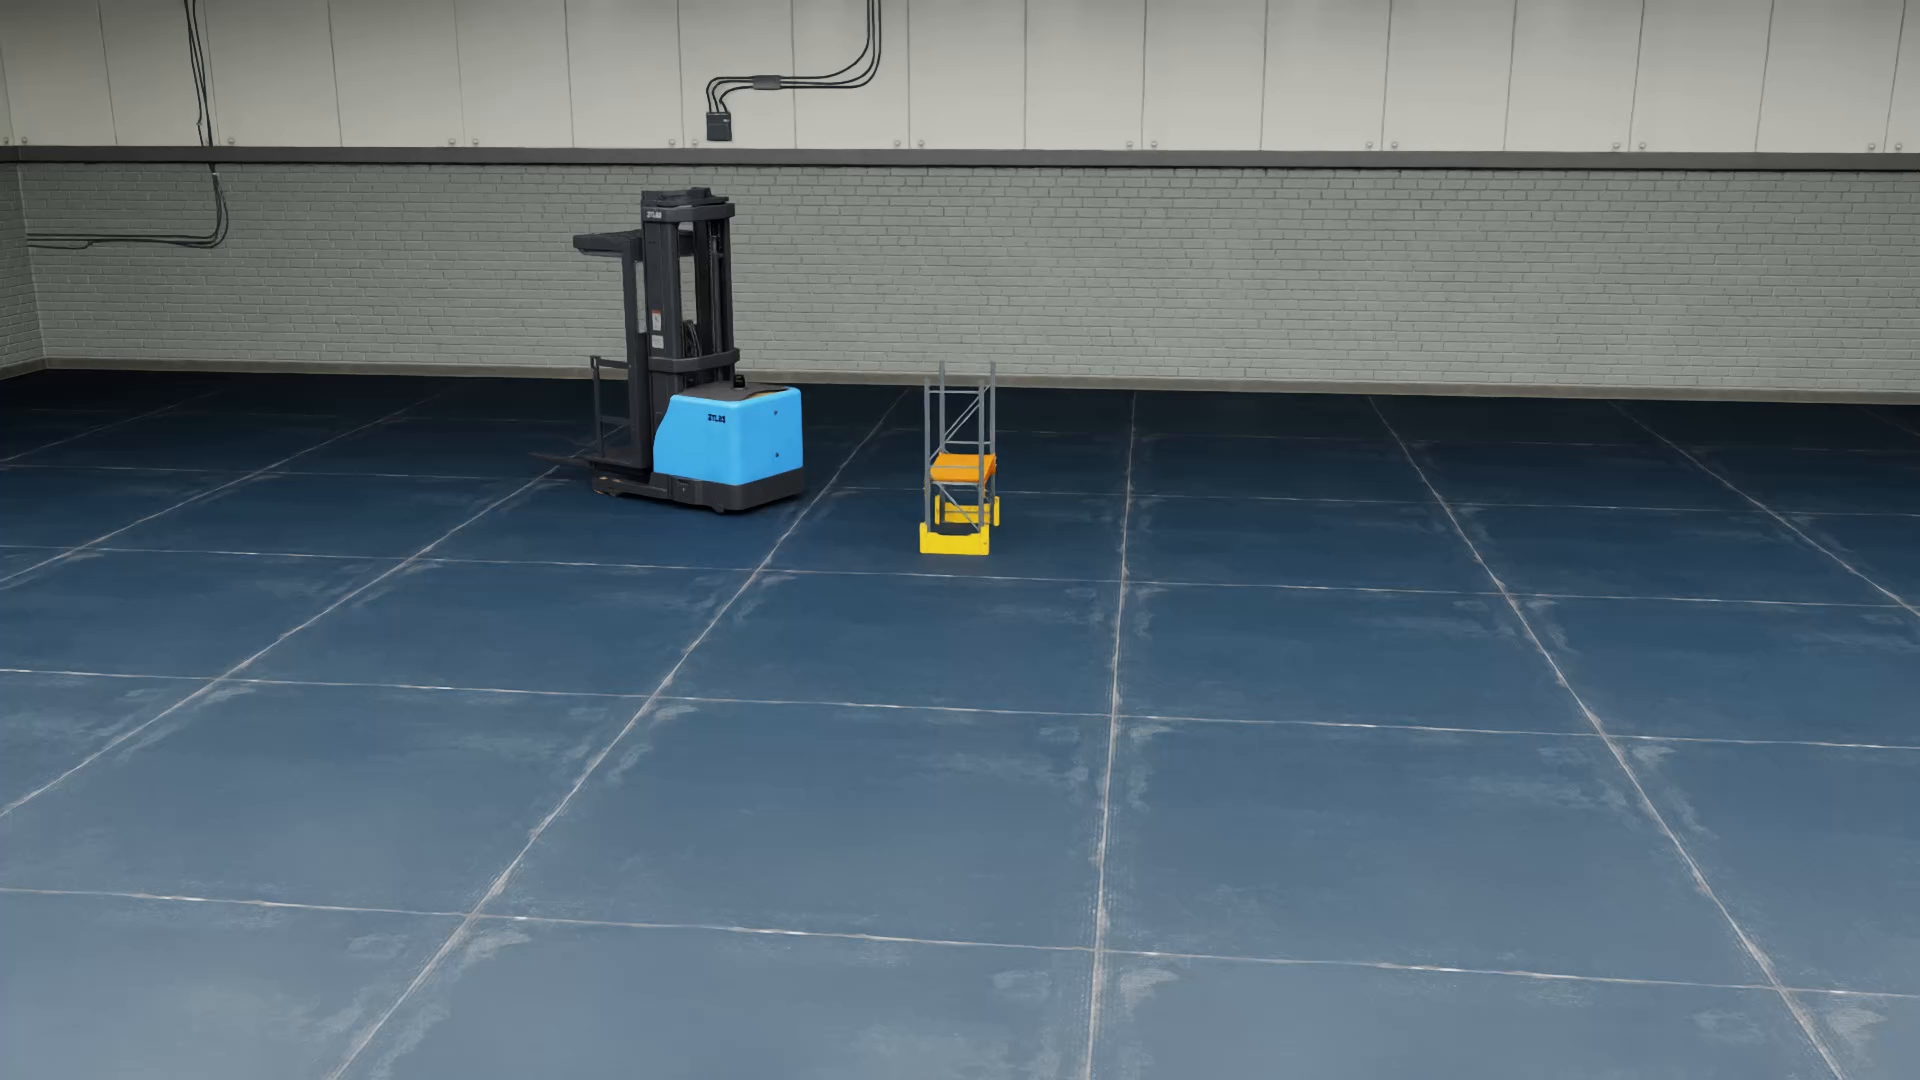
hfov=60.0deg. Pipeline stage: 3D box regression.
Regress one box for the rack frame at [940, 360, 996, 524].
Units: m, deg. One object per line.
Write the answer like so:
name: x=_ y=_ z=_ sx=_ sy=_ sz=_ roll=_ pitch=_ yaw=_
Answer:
rack frame: x=0.067 y=-0.878 z=15.036 sx=0.500 sy=1.500 sz=0.032 roll=2 pitch=15 yaw=6

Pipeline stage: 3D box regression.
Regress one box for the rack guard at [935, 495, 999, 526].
rack guard: x=0.065 y=-0.270 z=15.180 sx=0.587 sy=0.250 sz=0.087 roll=2 pitch=15 yaw=6

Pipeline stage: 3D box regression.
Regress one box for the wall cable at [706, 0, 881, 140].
wall cable: x=-2.156 y=-8.099 z=20.859 sx=2.305 sy=6.003 sz=0.169 roll=2 pitch=15 yaw=6

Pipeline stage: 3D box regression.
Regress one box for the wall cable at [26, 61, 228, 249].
wall cable: x=-11.587 y=-5.242 z=22.757 sx=3.097 sy=2.526 sz=0.112 roll=2 pitch=15 yaw=6

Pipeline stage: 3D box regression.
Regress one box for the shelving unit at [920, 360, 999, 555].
shelving unit: x=0.009 y=-0.744 z=14.539 sx=0.587 sy=1.500 sz=1.083 roll=2 pitch=15 yaw=6

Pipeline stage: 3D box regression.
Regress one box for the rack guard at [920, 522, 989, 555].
rack guard: x=-0.048 y=-0.011 z=14.225 sx=0.587 sy=0.250 sz=0.087 roll=2 pitch=15 yaw=6

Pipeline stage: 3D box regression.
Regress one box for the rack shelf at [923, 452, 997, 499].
rack shelf: x=0.010 y=-0.572 z=14.595 sx=0.538 sy=0.185 sz=1.000 roll=2 pitch=15 yaw=6

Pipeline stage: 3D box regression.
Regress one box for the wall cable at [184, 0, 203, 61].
wall cable: x=-8.899 y=-7.600 z=21.803 sx=3.097 sy=2.526 sz=0.112 roll=2 pitch=15 yaw=6

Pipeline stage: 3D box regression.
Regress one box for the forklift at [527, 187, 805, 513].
forklift: x=-3.014 y=-1.943 z=16.234 sx=3.031 sy=2.935 sz=1.130 roll=10 pitch=18 yaw=33

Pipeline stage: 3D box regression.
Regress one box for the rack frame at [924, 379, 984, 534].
rack frame: x=-0.048 y=-0.614 z=14.061 sx=0.500 sy=1.500 sz=0.032 roll=2 pitch=15 yaw=6
